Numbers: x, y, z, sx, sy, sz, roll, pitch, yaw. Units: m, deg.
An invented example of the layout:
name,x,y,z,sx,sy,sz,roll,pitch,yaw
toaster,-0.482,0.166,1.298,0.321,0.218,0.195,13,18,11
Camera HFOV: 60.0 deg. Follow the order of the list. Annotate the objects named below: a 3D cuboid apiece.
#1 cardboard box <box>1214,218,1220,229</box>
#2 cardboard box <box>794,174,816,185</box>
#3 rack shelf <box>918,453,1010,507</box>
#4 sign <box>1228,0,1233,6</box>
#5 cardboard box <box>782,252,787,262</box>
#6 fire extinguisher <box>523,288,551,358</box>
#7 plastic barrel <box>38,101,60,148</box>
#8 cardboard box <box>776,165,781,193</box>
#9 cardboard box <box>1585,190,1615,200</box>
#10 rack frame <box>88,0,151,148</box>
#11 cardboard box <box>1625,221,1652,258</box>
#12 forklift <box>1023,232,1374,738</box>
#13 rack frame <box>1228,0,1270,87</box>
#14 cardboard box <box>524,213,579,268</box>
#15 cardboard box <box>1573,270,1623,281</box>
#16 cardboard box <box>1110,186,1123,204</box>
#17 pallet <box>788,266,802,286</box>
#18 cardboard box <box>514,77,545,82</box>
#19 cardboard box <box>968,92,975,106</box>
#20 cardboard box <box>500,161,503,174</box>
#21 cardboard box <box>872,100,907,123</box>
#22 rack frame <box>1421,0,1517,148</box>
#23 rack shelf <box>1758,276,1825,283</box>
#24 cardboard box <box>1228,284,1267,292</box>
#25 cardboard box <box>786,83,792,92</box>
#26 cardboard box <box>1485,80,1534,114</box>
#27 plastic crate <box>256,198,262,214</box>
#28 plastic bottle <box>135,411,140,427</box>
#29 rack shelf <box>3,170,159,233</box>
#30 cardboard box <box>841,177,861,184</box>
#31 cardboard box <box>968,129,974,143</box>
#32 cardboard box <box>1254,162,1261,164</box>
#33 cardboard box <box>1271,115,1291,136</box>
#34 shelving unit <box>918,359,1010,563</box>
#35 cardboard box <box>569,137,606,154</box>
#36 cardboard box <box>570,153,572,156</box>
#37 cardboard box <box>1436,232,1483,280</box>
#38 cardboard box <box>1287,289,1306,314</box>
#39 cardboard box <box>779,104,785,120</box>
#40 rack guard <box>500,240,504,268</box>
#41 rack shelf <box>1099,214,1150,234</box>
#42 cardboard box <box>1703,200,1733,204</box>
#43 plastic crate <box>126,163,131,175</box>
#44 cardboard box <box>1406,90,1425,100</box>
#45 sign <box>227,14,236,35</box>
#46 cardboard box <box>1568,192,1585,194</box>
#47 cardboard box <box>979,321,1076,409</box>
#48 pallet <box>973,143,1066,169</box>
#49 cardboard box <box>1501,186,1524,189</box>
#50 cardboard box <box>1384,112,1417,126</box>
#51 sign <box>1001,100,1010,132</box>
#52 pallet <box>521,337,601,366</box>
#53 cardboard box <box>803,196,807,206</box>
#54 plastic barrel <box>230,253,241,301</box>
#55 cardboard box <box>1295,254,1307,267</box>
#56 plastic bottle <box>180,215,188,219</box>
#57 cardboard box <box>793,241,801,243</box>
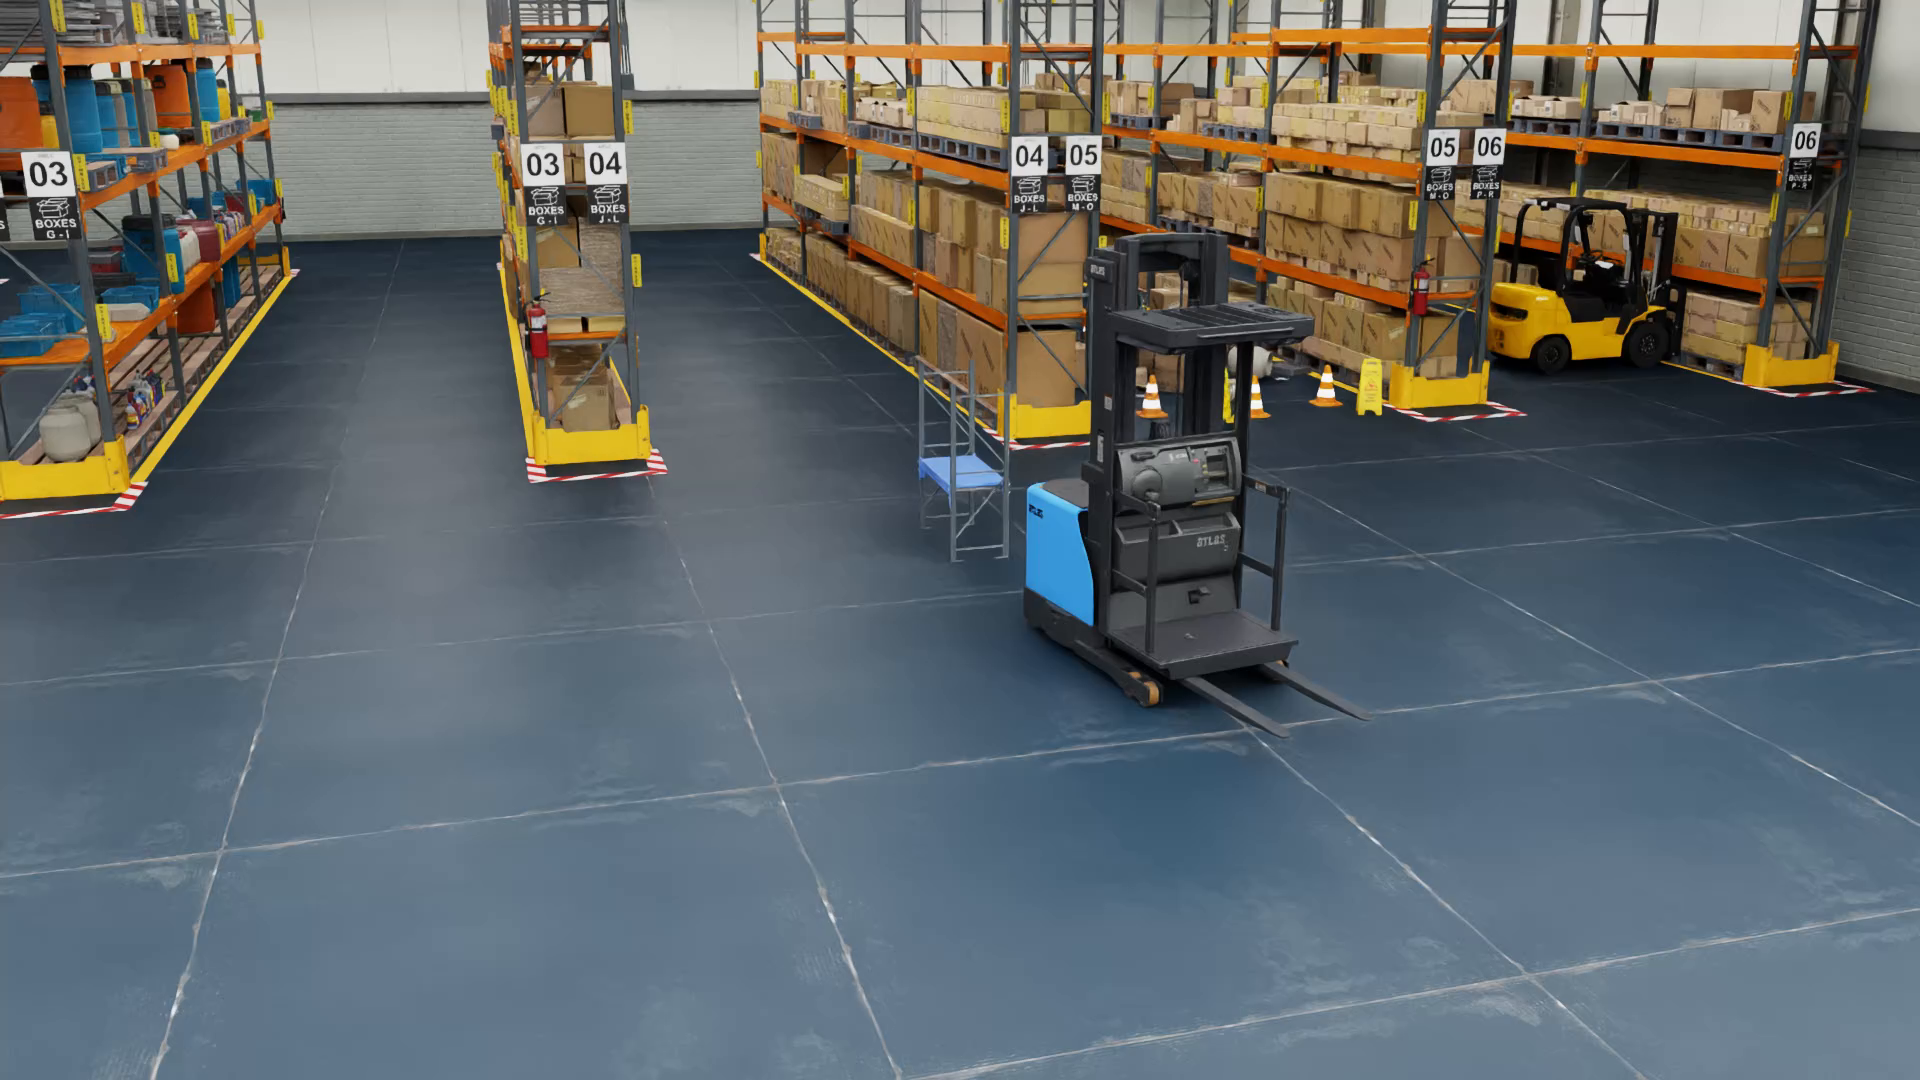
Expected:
name,x,y,z,sx,sy,sz,roll,pitch,yaw
cardboard box,3.960,-4.642,24.397,0.380,0.149,0.250,-5,17,-15
cardboard box,-2.631,-6.171,28.455,0.380,0.149,0.250,-4,17,-12
rack shelf,0.023,-0.522,14.209,0.538,0.185,1.000,-5,17,-15
sign,5.585,-11.185,34.286,0.100,0.325,0.005,-5,17,-15
cardboard box,-3.122,-5.296,31.094,0.380,0.149,0.250,-5,17,-15
fire extinguisher,-4.208,-2.162,16.570,0.296,0.674,0.183,-5,17,-15
plastic barrel,-8.994,-3.909,15.979,0.600,0.588,0.600,0,17,0
cardboard box,-3.099,-6.678,30.780,0.500,0.500,0.500,-5,17,-17
cardboard box,9.207,-4.940,23.865,0.380,0.149,0.250,-4,17,-14
rack frame,-9.658,-5.855,18.302,1.000,3.000,0.127,-5,17,-15
cardboard box,9.575,-4.172,22.954,0.500,0.500,0.500,-5,17,-16
forklift,4.642,-3.406,20.697,15.491,2.935,18.882,-8,18,-24
rack frame,6.107,-10.743,34.574,1.000,3.000,0.127,-5,17,-15
cardboard box,-4.185,-3.069,17.026,0.500,0.500,0.500,-5,17,-15
cardboard box,9.236,-3.755,24.051,0.500,0.250,0.500,-5,17,-16
cardboard box,2.852,-5.827,28.027,0.500,0.250,0.500,-5,17,-17
pallet,-2.516,-4.798,30.059,1.003,0.211,1.213,-5,17,-15
cardboard box,-7.367,-7.532,28.020,0.700,0.500,0.500,-6,18,-19
cardboard box,0.304,-4.926,18.569,0.380,0.149,0.250,-5,17,-15
cardboard box,-7.477,-6.122,28.060,0.500,0.500,0.500,-4,17,-14
cardboard box,-0.932,-5.989,23.213,0.500,0.311,0.500,-5,17,-16
rack frame,5.732,-5.924,18.531,1.000,3.000,0.127,-5,17,-15
rack shelf,9.954,-3.781,22.611,0.919,0.052,3.809,-5,17,-15
cardboard box,4.093,-3.635,25.178,0.950,0.372,0.625,-4,17,-13
cardboard box,-2.836,-7.947,29.180,0.380,0.149,0.250,-5,17,-15
cardboard box,8.550,-6.889,25.881,0.500,0.500,0.500,-4,17,-14
plastic crate,-12.145,-5.702,28.407,0.416,0.233,0.300,-5,17,-15
plastic bottle,-8.785,-1.301,17.668,0.097,0.201,0.097,0,17,0
rack shelf,-9.108,-3.521,16.996,1.077,0.370,4.000,-5,17,-15
cardboard box,-1.783,-6.002,27.893,0.380,0.149,0.250,-5,17,-15
cardboard box,0.304,-4.543,18.682,0.380,0.149,0.250,-5,17,-16
cardboard box,6.488,-7.834,35.062,0.500,0.250,0.500,-4,17,-14
cardboard box,4.491,-5.521,22.147,0.500,0.250,0.500,-5,17,-16
shelving unit,0.023,-0.695,14.158,0.538,1.500,1.048,-5,17,-15
cardboard box,-3.816,-4.057,17.097,0.380,0.149,0.250,-5,17,-16
cardboard box,-3.828,-3.928,17.361,0.500,0.250,0.500,-5,17,-16
cardboard box,5.869,-3.394,19.846,0.500,0.500,0.500,-5,17,-16
cardboard box,4.694,-3.069,22.200,0.500,0.500,0.500,-4,17,-13
cardboard box,-2.958,-7.709,29.950,0.500,0.250,0.500,-5,17,-16
rack guard,-8.200,-5.502,31.901,1.175,0.500,0.348,-5,17,-15
rack shelf,2.984,-5.472,28.706,1.077,0.370,4.000,-5,17,-15
cardboard box,10.219,-4.485,22.351,0.380,0.149,0.250,-5,17,-15
plastic crate,-8.828,-3.880,17.400,0.243,0.136,0.396,-5,17,-15
cardboard box,7.834,-7.577,28.301,0.380,0.149,0.250,-5,18,-17
sign,-11.327,-8.011,25.842,0.100,0.325,0.005,-5,17,-15
cardboard box,9.423,-5.171,25.151,0.380,0.149,0.250,-5,17,-15
cardboard box,0.751,-1.997,18.850,0.875,0.875,0.875,-5,17,-15
pallet,0.787,-4.230,18.260,1.003,0.211,1.213,-5,17,-15
cardboard box,8.639,-5.484,26.192,0.380,0.149,0.250,-5,17,-15
cardboard box,5.234,-4.963,19.595,0.380,0.149,0.250,-5,17,-16
sign,0.475,-4.415,17.321,0.100,0.325,0.005,-5,17,-15
pallet,-5.450,-2.591,22.712,1.003,0.211,1.213,-5,17,-15
cardboard box,-2.416,-5.671,27.824,0.380,0.149,0.250,-5,17,-15
plastic barrel,-11.723,-4.239,26.268,0.600,0.901,0.708,-5,17,-15
cardboard box,4.667,-3.716,22.047,0.380,0.149,0.250,-4,17,-14
plastic bottle,-11.995,-4.876,25.687,0.152,0.276,0.135,-5,17,-15
cardboard box,-2.825,-5.363,30.283,0.380,0.149,0.250,-4,17,-13
